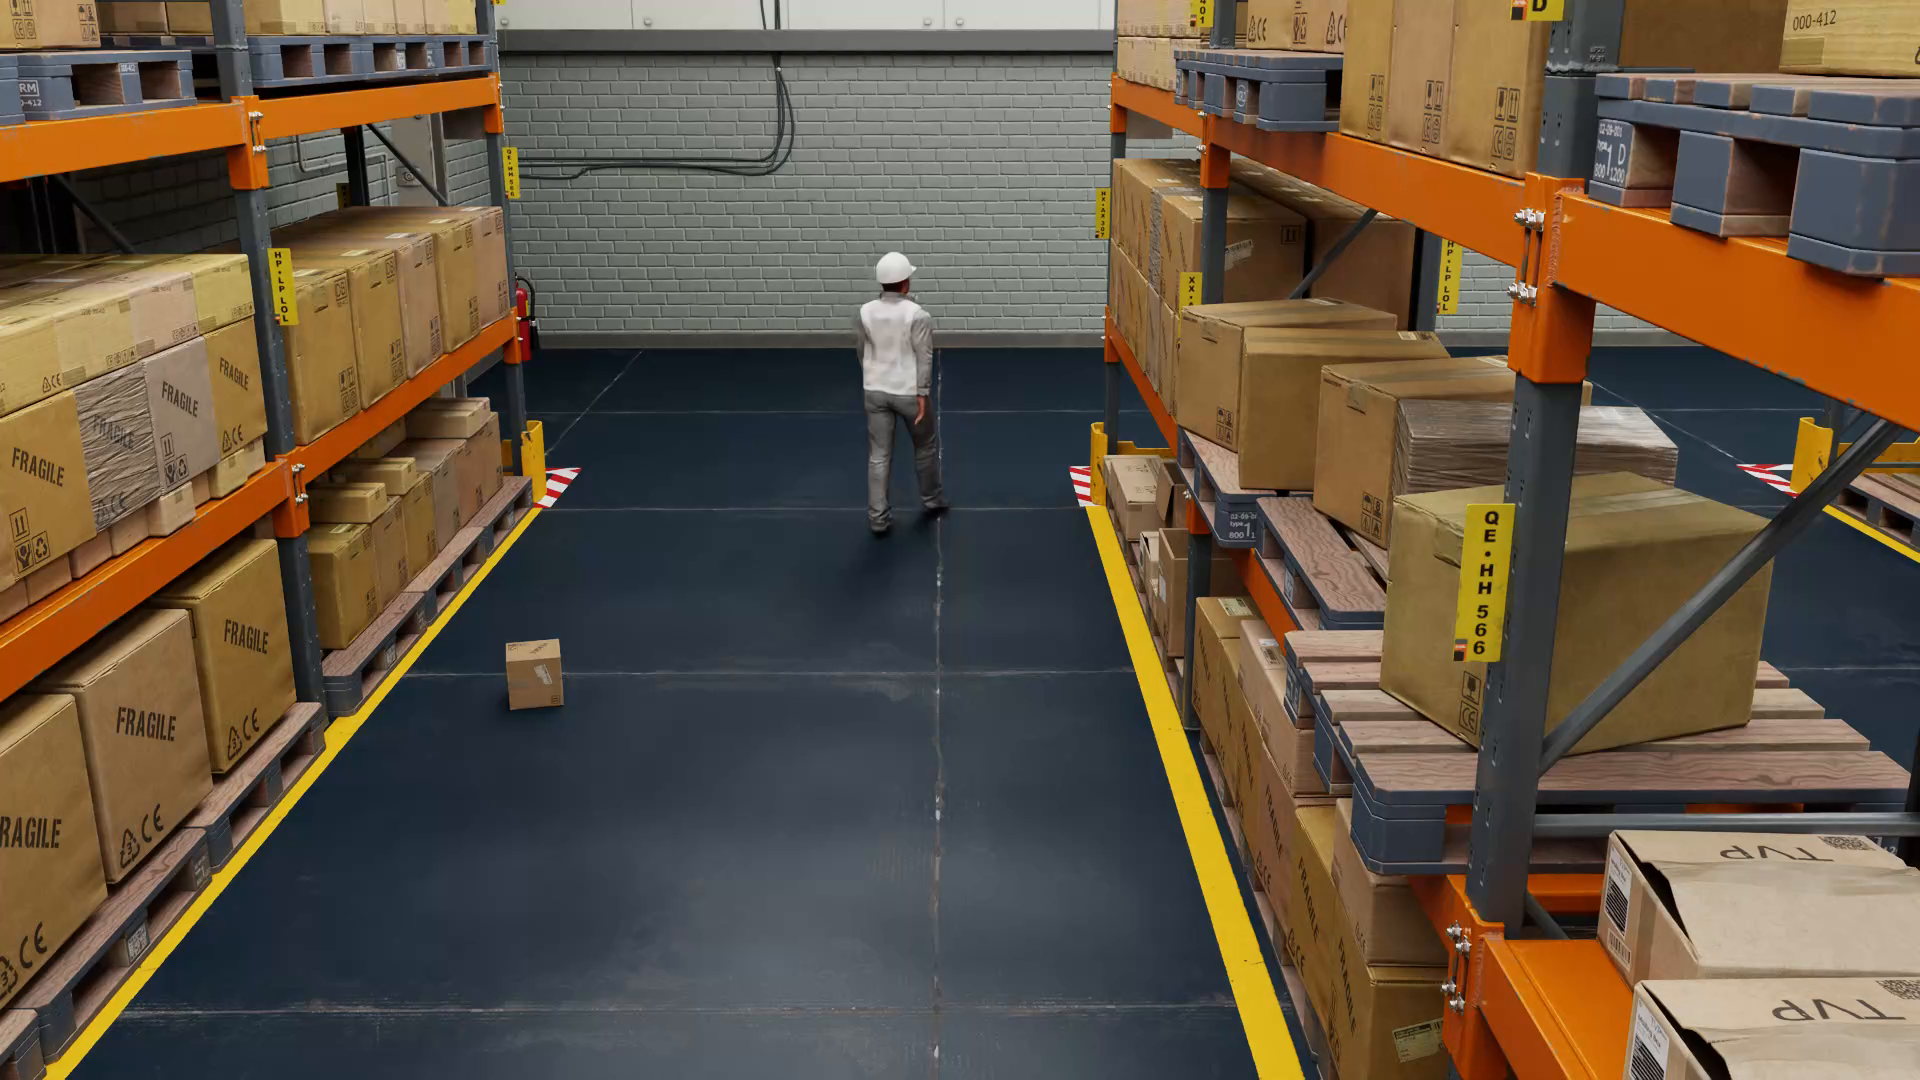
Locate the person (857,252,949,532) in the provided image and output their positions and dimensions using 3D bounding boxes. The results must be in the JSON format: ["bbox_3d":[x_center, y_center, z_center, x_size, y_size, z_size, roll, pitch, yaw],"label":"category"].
[{"bbox_3d":[-0.375,-0.977,10.662,0.551,1.753,0.897,5,18,17],"label":"person"}]
